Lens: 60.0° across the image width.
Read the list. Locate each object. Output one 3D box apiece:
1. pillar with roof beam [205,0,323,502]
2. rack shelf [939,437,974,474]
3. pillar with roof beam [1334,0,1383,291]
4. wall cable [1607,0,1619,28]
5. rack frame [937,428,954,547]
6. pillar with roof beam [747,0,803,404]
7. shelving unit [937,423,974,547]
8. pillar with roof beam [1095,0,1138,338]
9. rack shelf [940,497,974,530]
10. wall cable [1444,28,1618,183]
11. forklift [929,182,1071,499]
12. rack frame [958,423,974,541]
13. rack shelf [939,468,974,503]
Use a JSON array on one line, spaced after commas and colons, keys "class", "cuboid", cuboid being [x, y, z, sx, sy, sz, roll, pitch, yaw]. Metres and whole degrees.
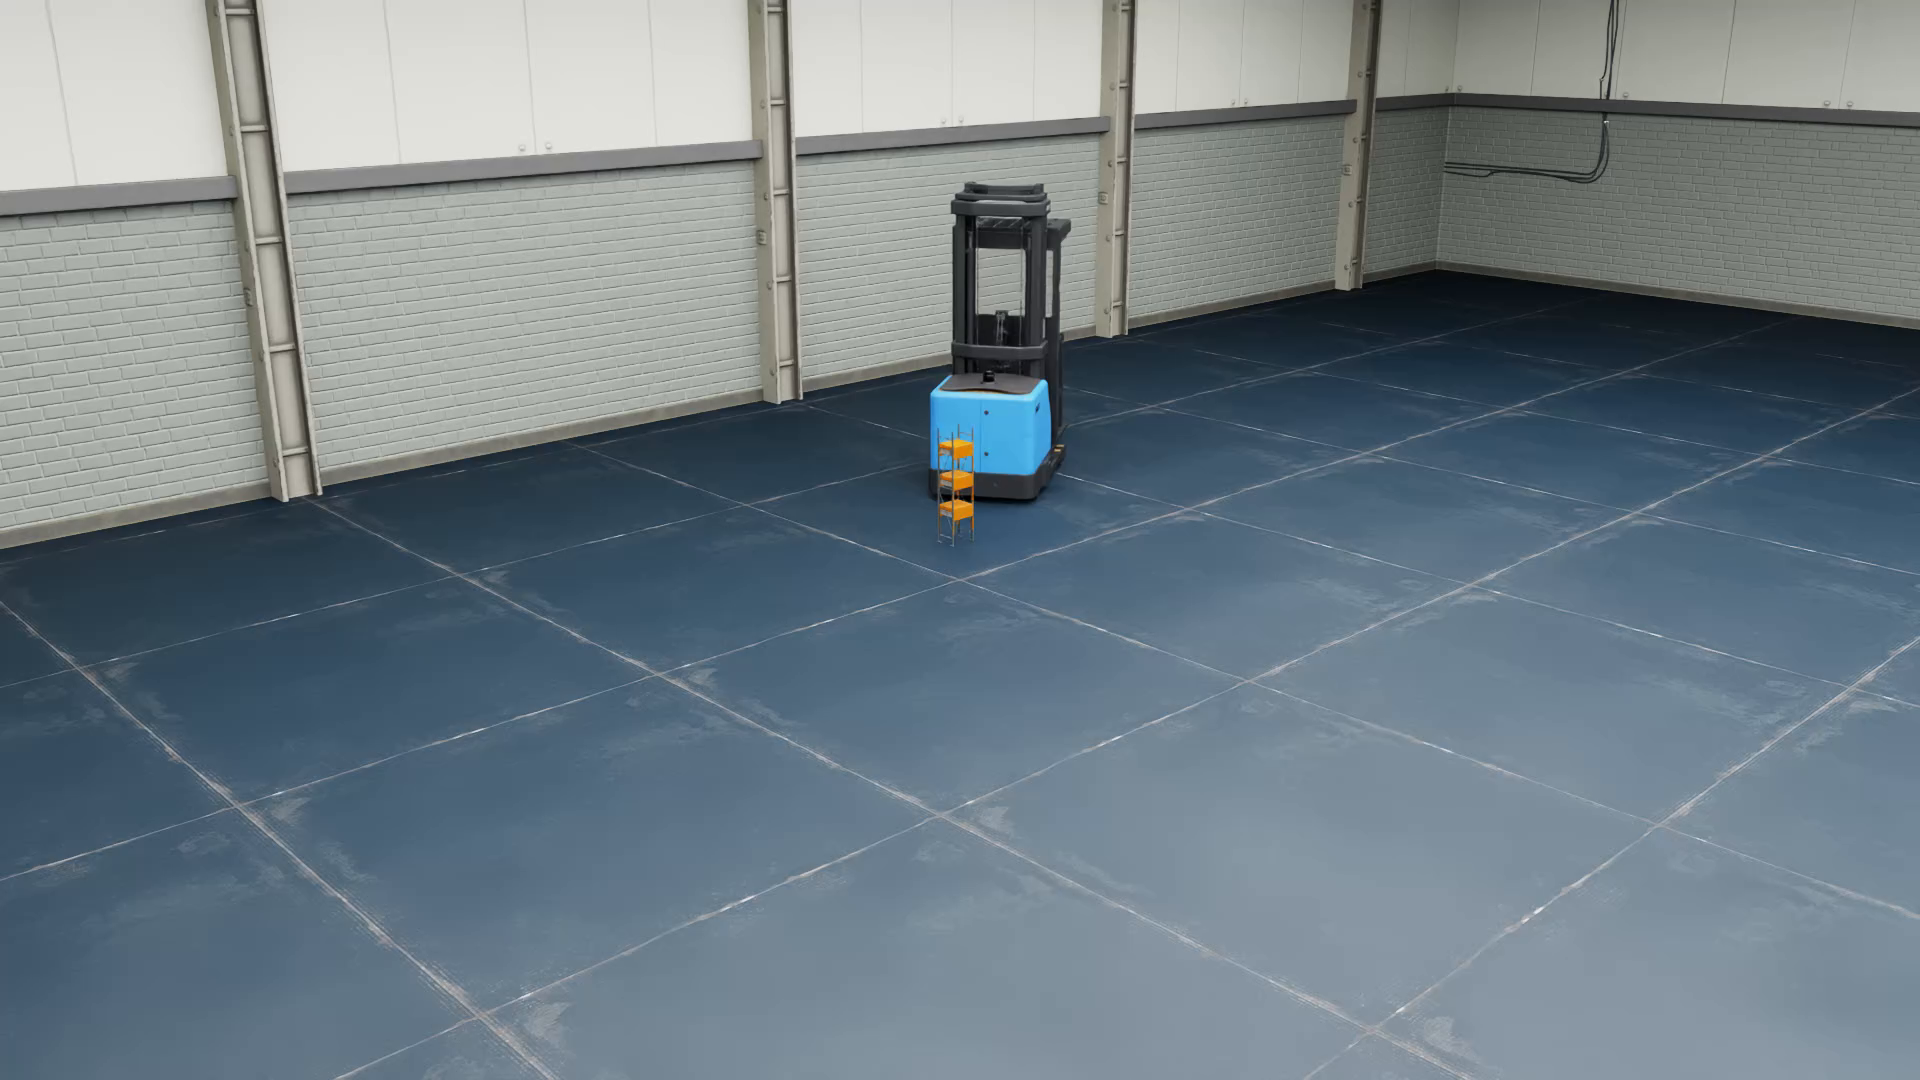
[{"class": "pillar with roof beam", "cuboid": [-3.565, -3.760, 11.990, 0.400, 9.000, 9.100, -16, 24, -41]}, {"class": "rack shelf", "cuboid": [-0.039, -0.748, 14.704, 0.240, 0.259, 0.215, -16, 24, -41]}, {"class": "pillar with roof beam", "cuboid": [9.514, -7.574, 23.754, 0.400, 9.000, 9.100, -16, 24, -41]}, {"class": "wall cable", "cuboid": [11.464, -9.186, 25.571, 0.112, 2.526, 3.097, -16, 24, -41]}, {"class": "rack frame", "cuboid": [-0.128, -0.462, 14.708, 0.008, 1.050, 0.200, -16, 24, -41]}, {"class": "pillar with roof beam", "cuboid": [0.795, -5.031, 15.912, 0.400, 9.000, 9.100, -16, 24, -41]}, {"class": "shelving unit", "cuboid": [-0.039, -0.488, 14.788, 0.252, 1.050, 0.215, -16, 24, -41]}, {"class": "pillar with roof beam", "cuboid": [5.155, -6.303, 19.833, 0.400, 9.000, 9.100, -16, 24, -41]}, {"class": "rack shelf", "cuboid": [-0.039, -0.214, 14.877, 0.240, 0.259, 0.215, -16, 24, -41]}, {"class": "wall cable", "cuboid": [9.606, -7.390, 28.220, 0.112, 2.526, 3.097, -16, 24, -41]}, {"class": "forklift", "cuboid": [0.516, -2.200, 17.019, 1.130, 2.935, 3.031, 4, 18, 12]}, {"class": "rack frame", "cuboid": [0.050, -0.514, 14.868, 0.008, 1.050, 0.200, -16, 24, -41]}, {"class": "rack shelf", "cuboid": [-0.039, -0.478, 14.791, 0.240, 0.259, 0.215, -16, 24, -41]}]
